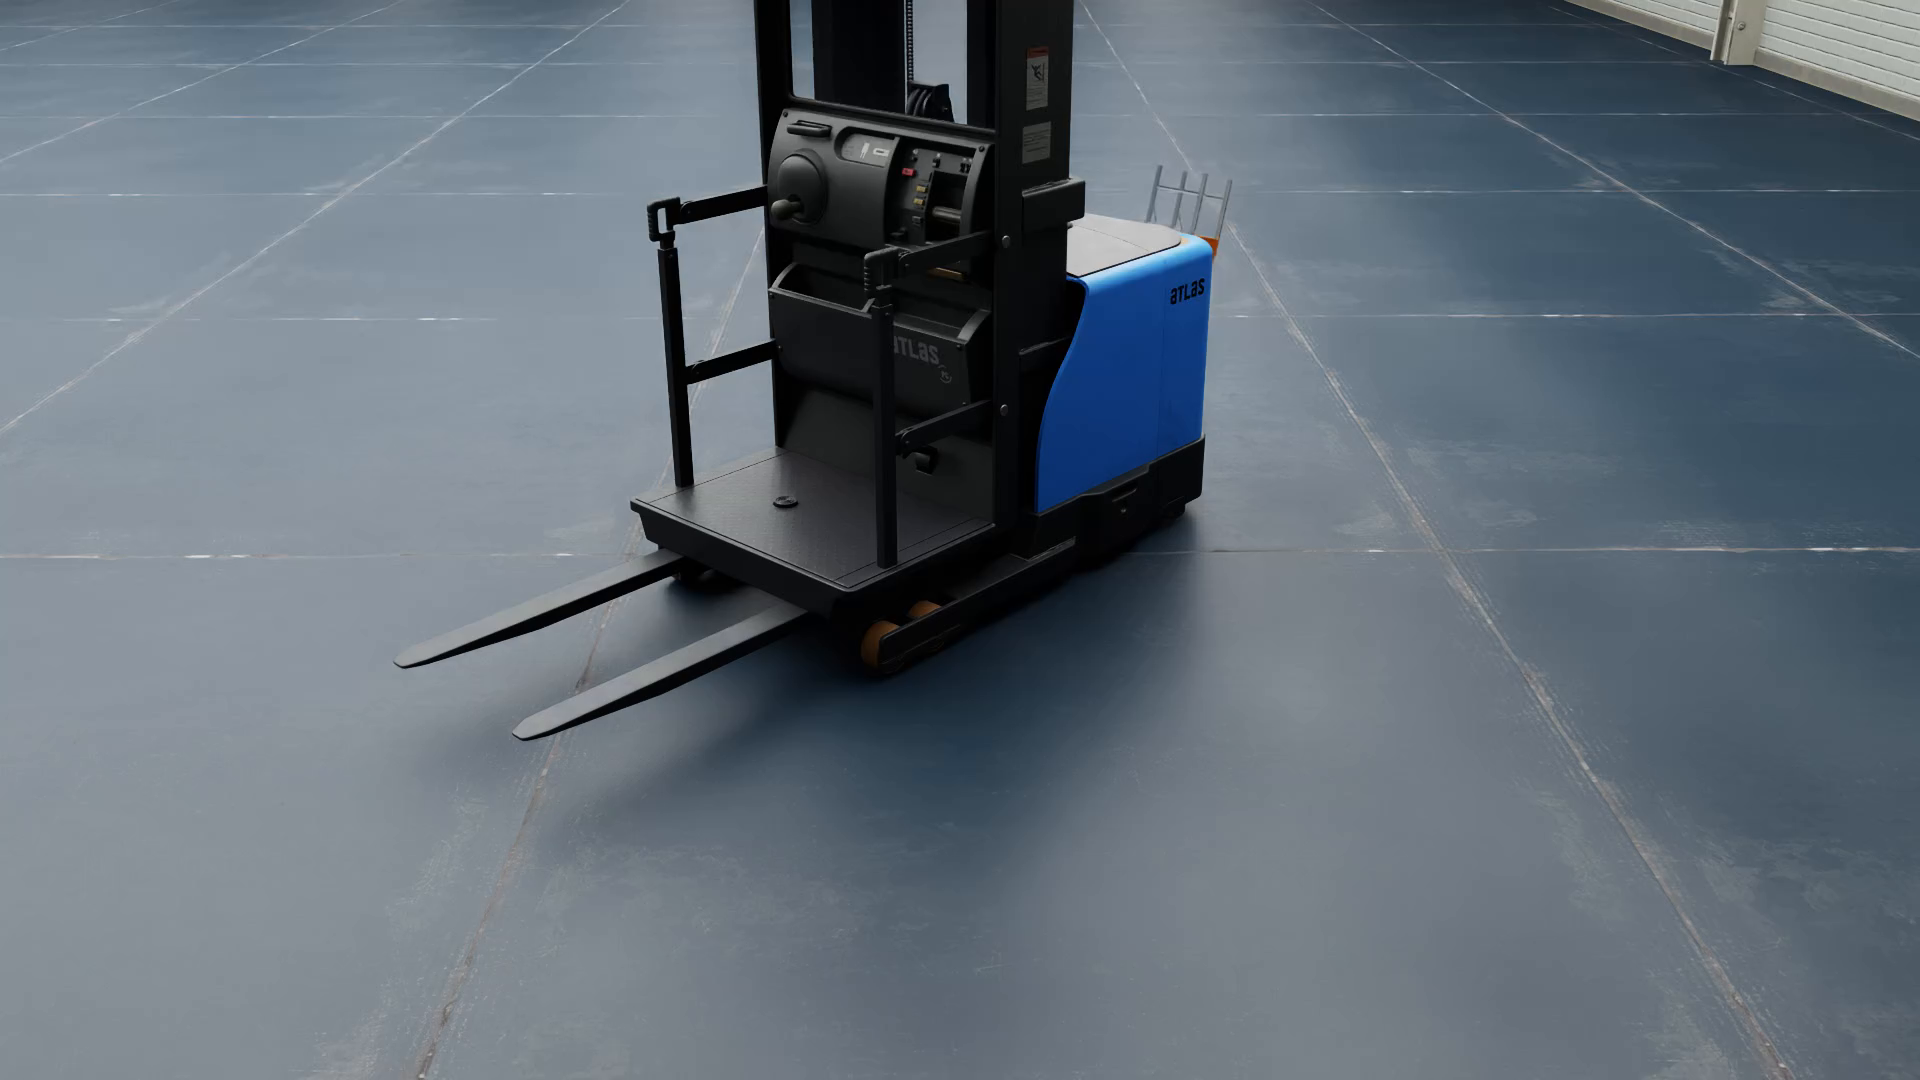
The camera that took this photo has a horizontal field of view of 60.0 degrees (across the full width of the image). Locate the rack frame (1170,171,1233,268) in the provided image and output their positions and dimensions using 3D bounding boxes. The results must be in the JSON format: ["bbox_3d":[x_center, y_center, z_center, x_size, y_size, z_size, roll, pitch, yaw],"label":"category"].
[{"bbox_3d":[0.882,-0.895,6.828,0.240,1.200,0.006,21,15,38],"label":"rack frame"}]

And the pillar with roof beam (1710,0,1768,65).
[{"bbox_3d":[3.669,-9.015,15.262,9.100,9.000,0.400,0,24,-1],"label":"pillar with roof beam"}]

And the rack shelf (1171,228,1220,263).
[{"bbox_3d":[0.884,-1.195,6.695,0.258,0.103,0.180,21,15,38],"label":"rack shelf"}]

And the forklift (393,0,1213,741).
[{"bbox_3d":[-0.417,-1.145,5.225,1.130,2.935,3.031,20,31,38],"label":"forklift"}]

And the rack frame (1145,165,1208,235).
[{"bbox_3d":[0.763,-0.890,6.689,0.240,1.200,0.006,21,15,38],"label":"rack frame"}]

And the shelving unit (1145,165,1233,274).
[{"bbox_3d":[0.822,-0.892,6.759,0.258,1.200,0.189,21,15,38],"label":"shelving unit"}]
